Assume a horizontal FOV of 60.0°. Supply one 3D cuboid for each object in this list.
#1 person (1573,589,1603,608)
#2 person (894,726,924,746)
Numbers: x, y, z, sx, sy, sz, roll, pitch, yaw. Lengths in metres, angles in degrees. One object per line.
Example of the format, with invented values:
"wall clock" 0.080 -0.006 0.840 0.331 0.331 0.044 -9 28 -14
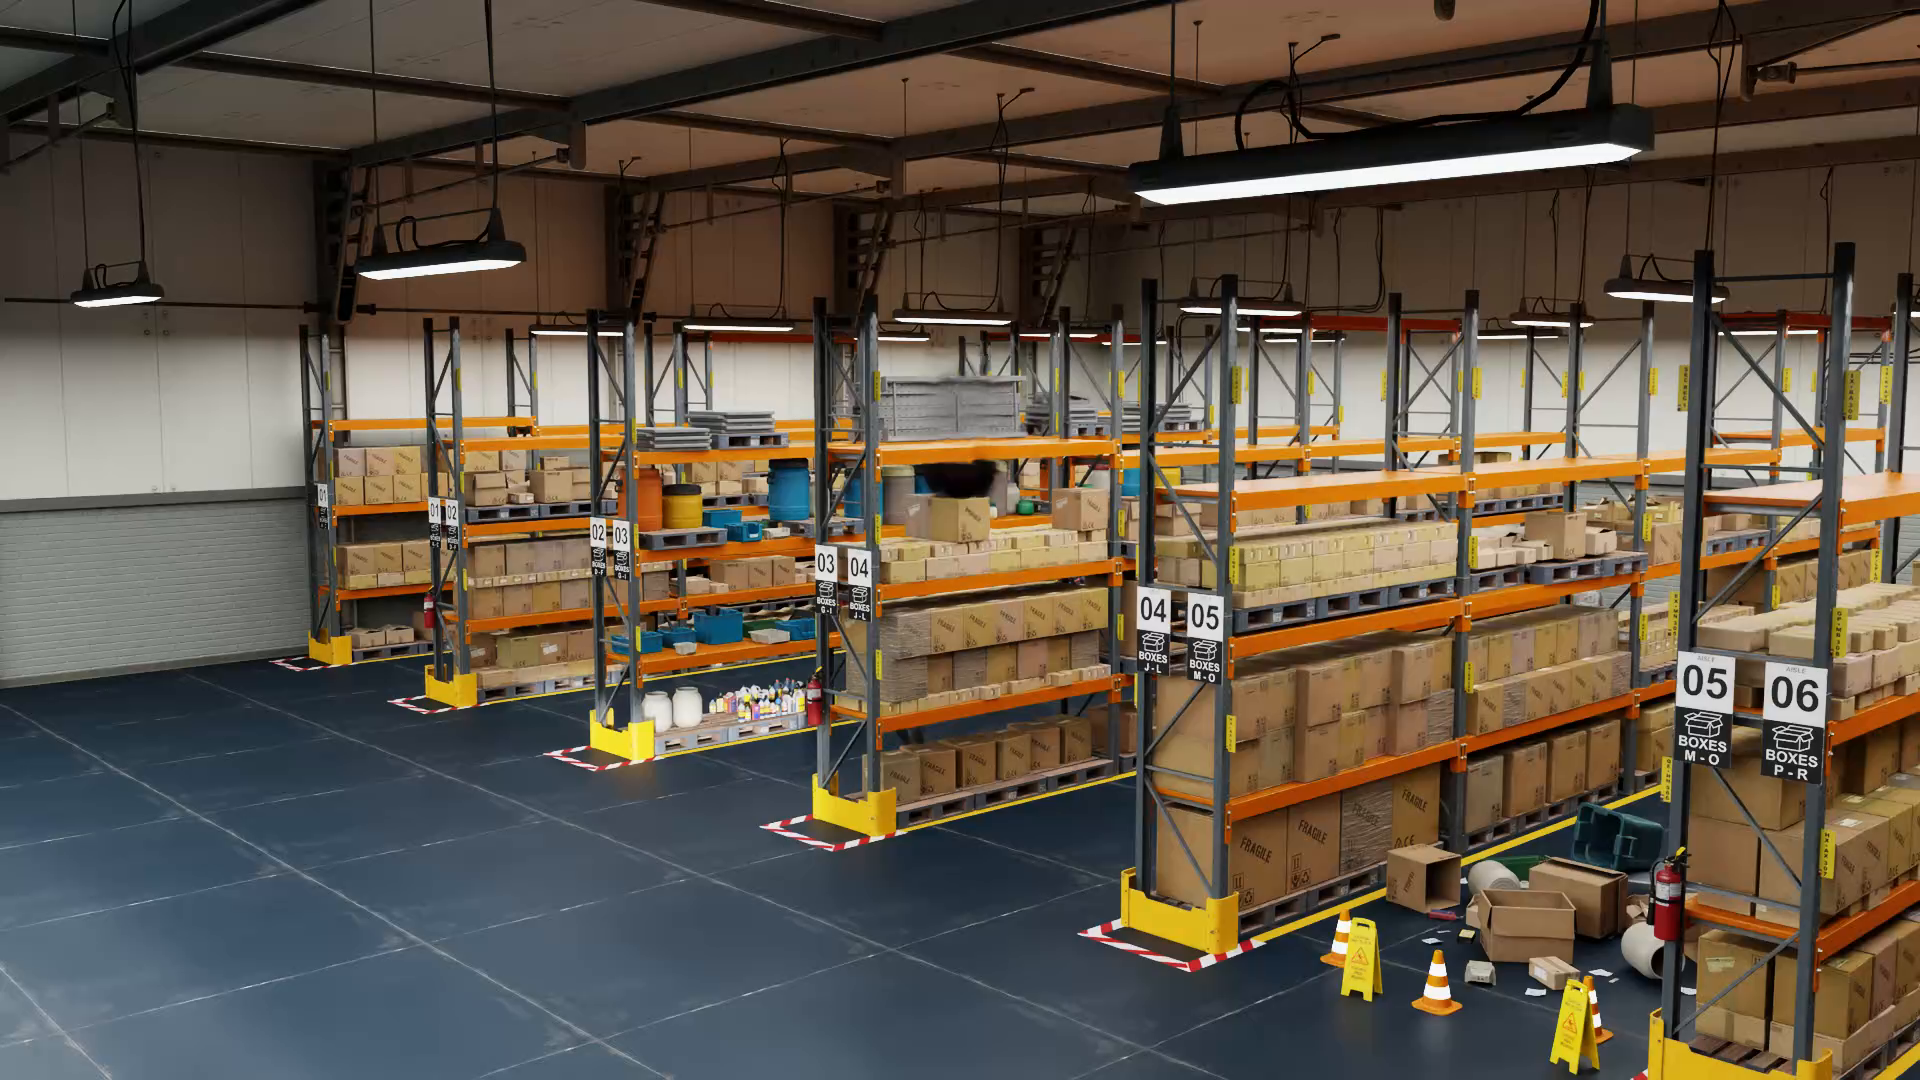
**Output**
"person" 11.325 1.312 30.063 0.615 1.698 0.783 -3 7 -28
"person" -0.693 2.125 22.096 0.537 1.634 0.624 5 8 41
